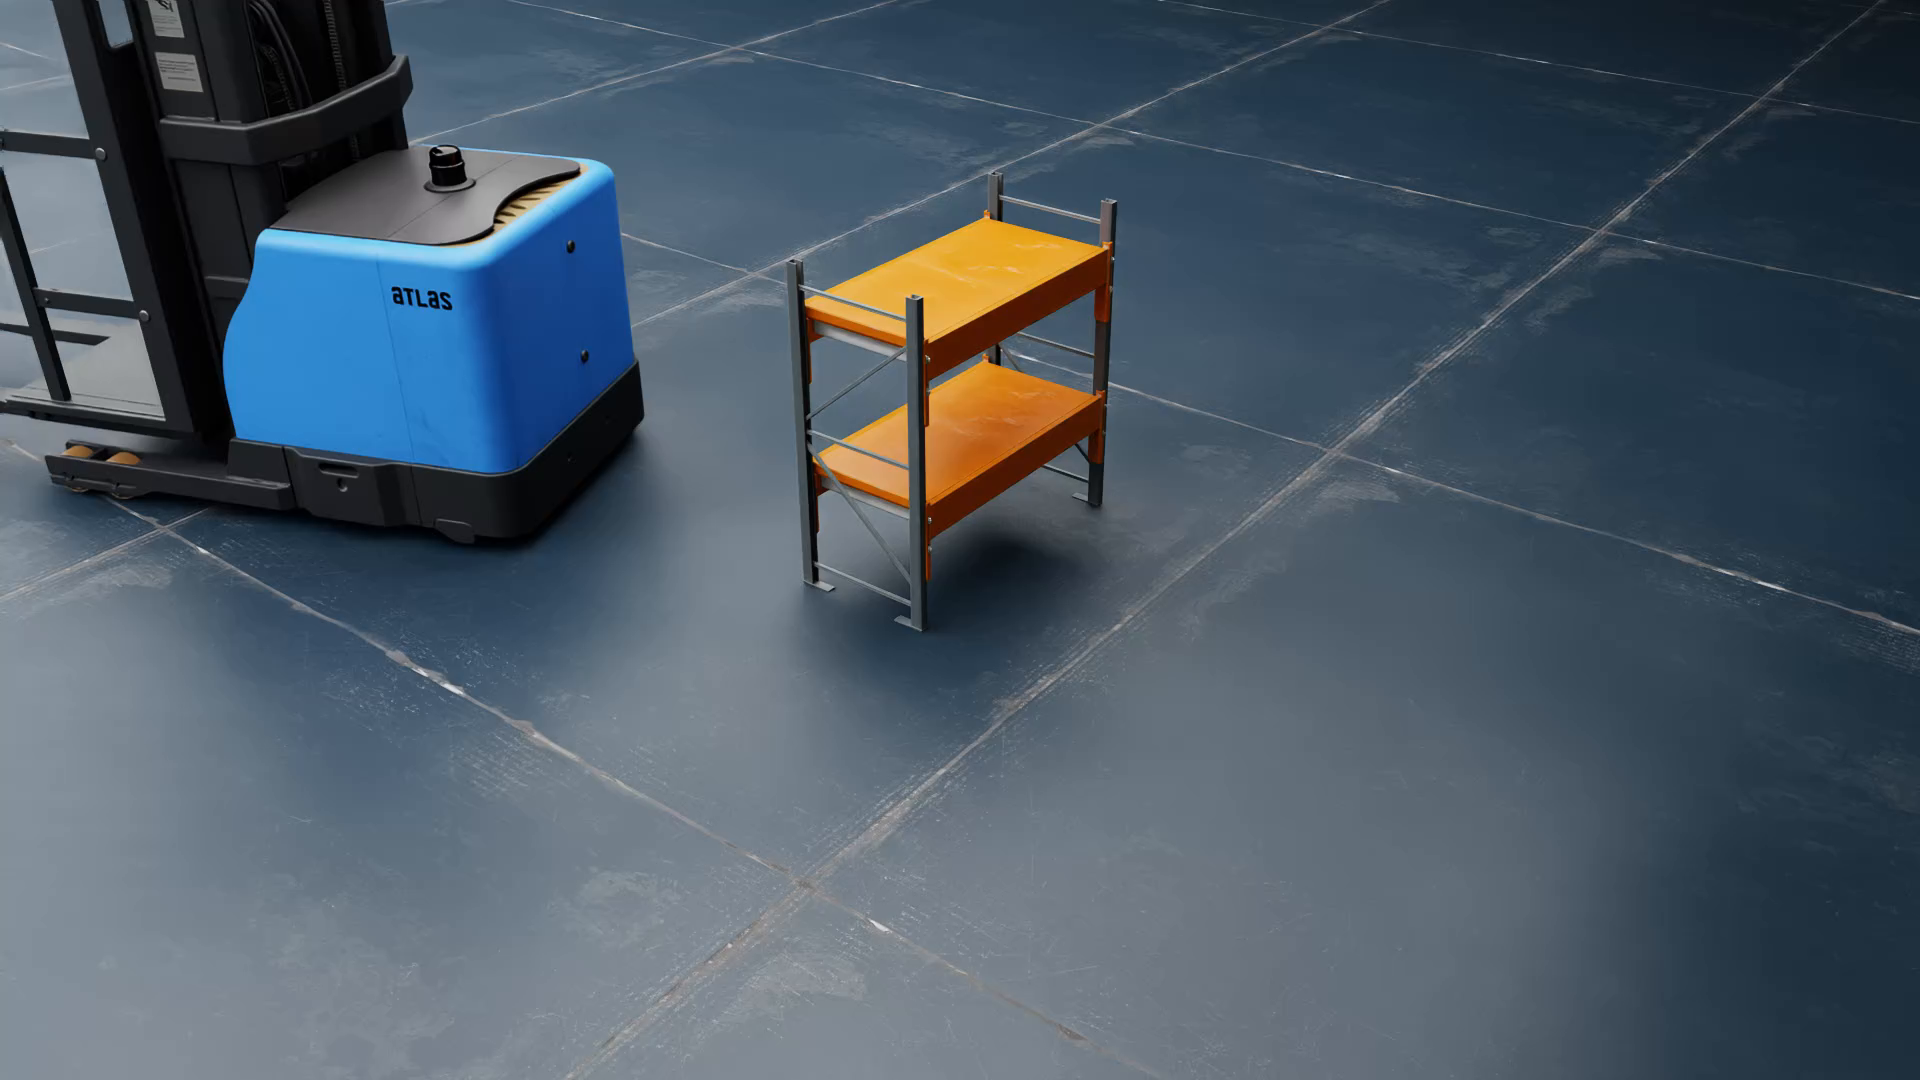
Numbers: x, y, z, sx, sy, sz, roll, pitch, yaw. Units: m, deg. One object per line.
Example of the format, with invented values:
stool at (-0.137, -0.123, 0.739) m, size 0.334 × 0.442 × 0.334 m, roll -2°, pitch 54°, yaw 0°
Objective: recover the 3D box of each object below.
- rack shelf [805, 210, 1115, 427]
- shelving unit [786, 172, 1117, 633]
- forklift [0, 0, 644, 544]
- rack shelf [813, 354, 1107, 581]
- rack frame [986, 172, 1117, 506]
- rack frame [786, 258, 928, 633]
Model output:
rack shelf at (-0.004, -0.733, 5.309) m, size 0.538 × 0.278 × 1.000 m, roll 21°, pitch 37°, yaw 31°
shelving unit at (-0.004, -0.481, 5.459) m, size 0.538 × 1.125 × 1.048 m, roll 21°, pitch 37°, yaw 31°
forklift at (-2.791, -1.657, 5.671) m, size 3.031 × 2.935 × 1.130 m, roll 8°, pitch 32°, yaw 13°
rack shelf at (-0.004, -0.271, 5.583) m, size 0.538 × 0.278 × 1.000 m, roll 21°, pitch 37°, yaw 31°
rack frame at (0.303, -0.688, 5.807) m, size 0.500 × 1.125 × 0.032 m, roll 21°, pitch 37°, yaw 31°
rack frame at (-0.311, -0.275, 5.110) m, size 0.500 × 1.125 × 0.032 m, roll 21°, pitch 37°, yaw 31°
